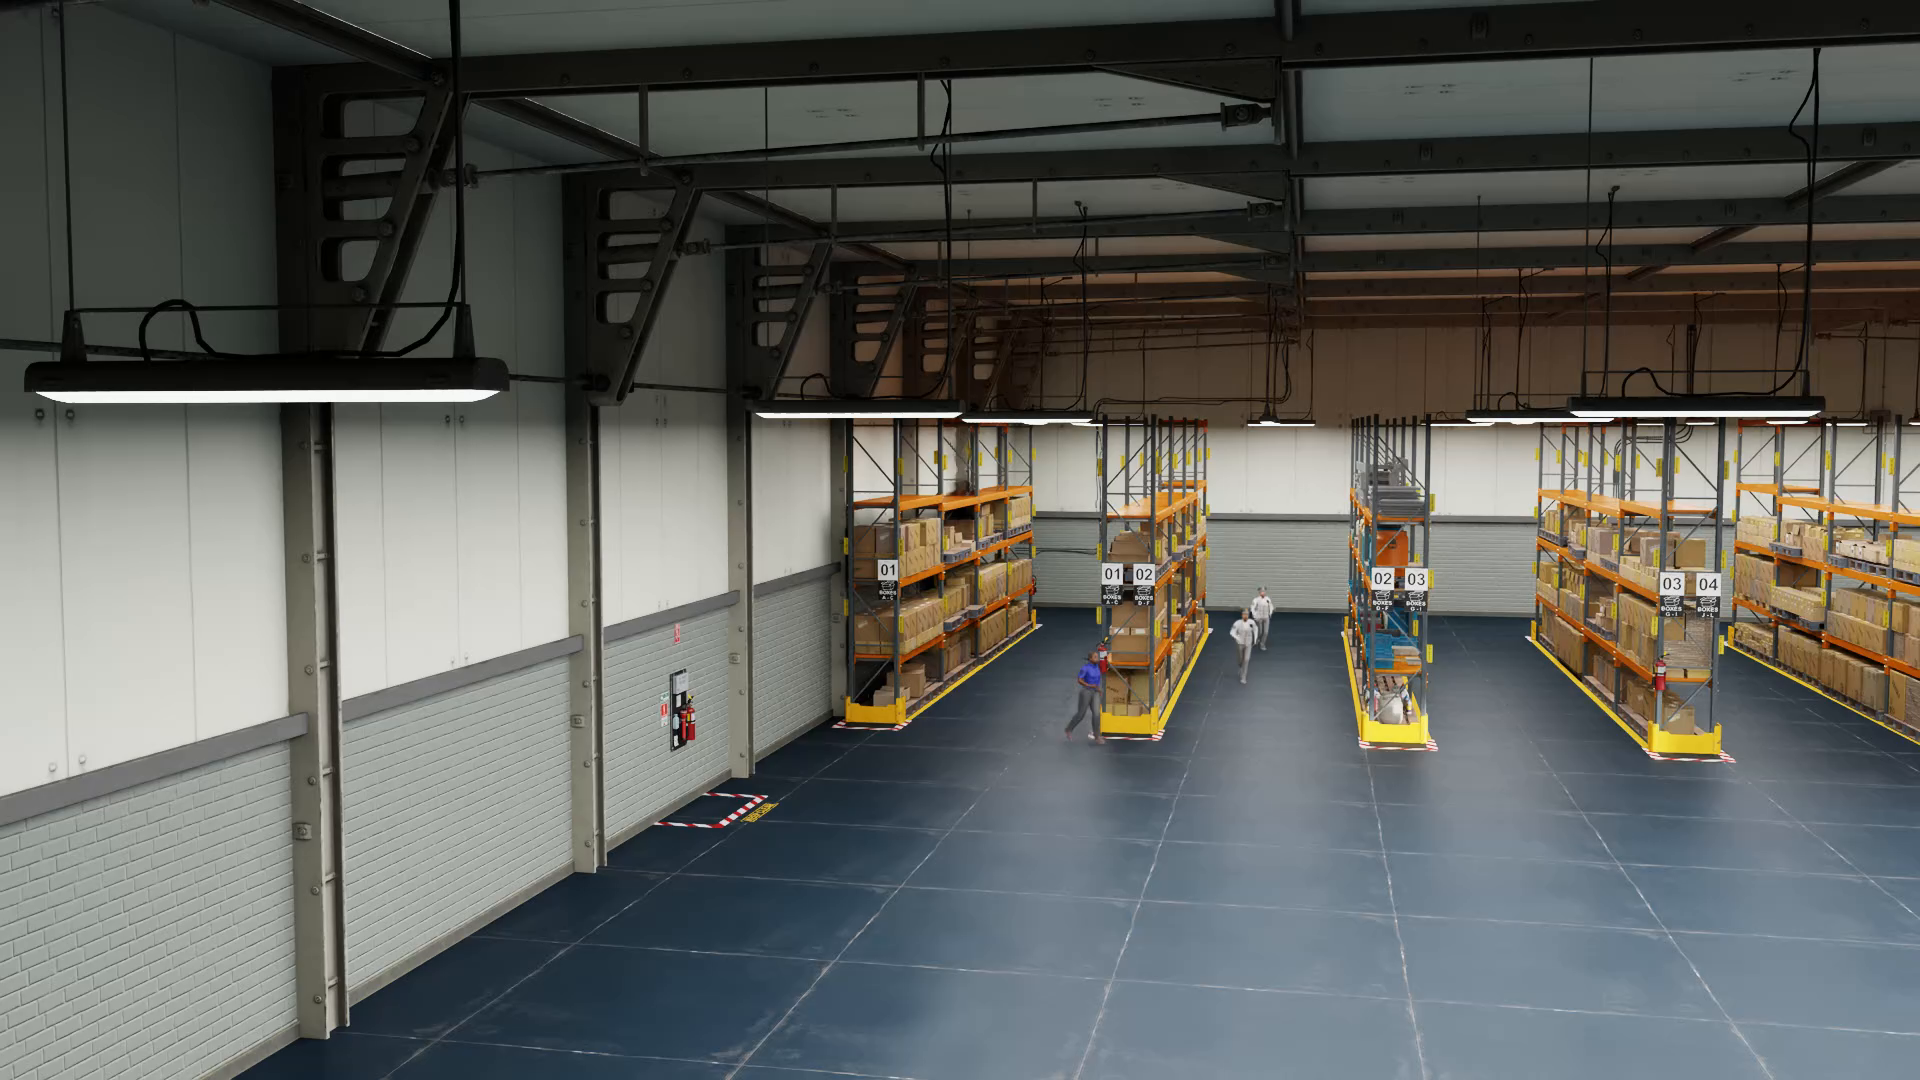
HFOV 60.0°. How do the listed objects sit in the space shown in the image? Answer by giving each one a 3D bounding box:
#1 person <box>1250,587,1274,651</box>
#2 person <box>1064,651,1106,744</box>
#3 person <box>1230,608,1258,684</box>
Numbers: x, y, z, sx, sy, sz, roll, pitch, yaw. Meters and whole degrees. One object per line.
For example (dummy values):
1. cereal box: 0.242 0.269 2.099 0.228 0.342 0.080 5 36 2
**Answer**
1. person: 7.861 2.027 43.241 0.623 1.662 0.587 0 4 -3
2. person: 2.401 2.892 30.380 0.614 1.555 0.872 -3 5 -40
3. person: 6.456 2.375 37.776 0.637 1.688 0.944 0 4 3
